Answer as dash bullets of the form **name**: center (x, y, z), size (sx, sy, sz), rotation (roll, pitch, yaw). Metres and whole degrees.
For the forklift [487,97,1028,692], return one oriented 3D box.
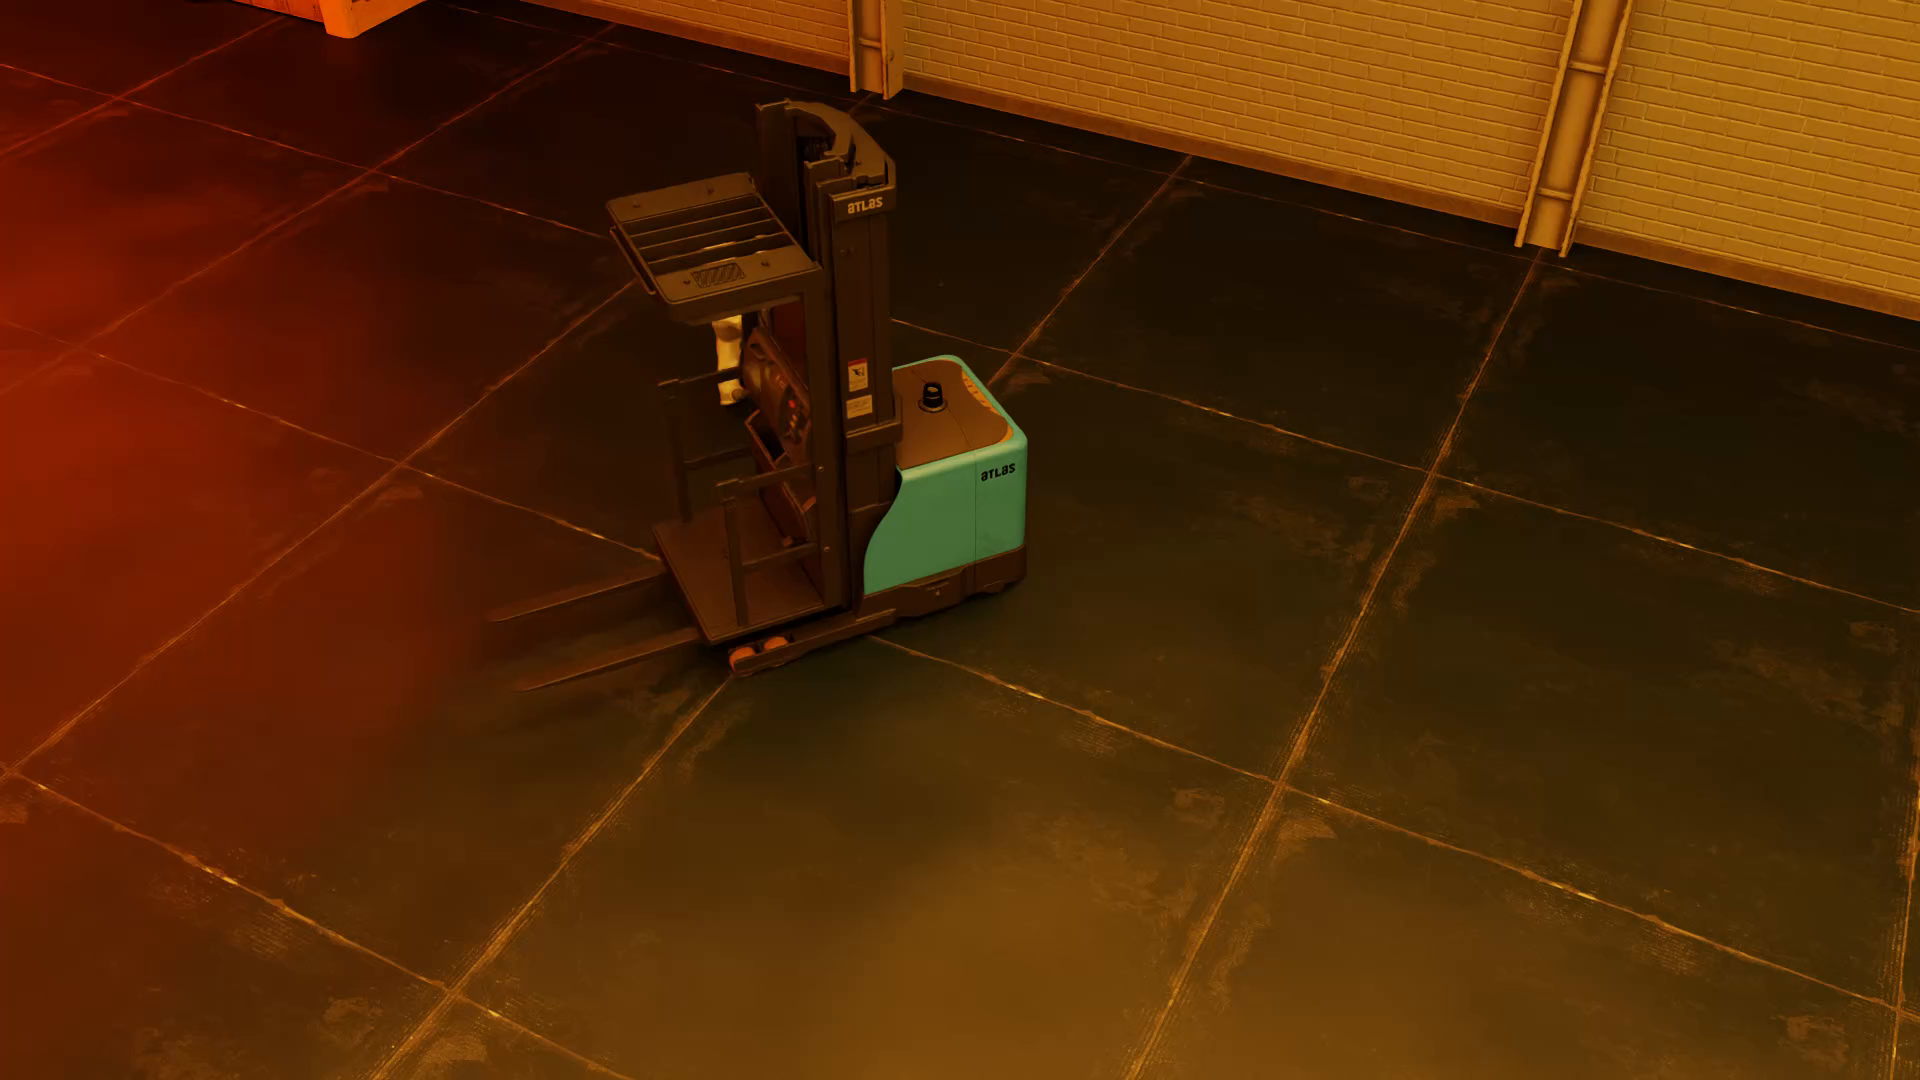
- **forklift**: center (-1.165, -0.744, 8.870), size (3.031, 2.935, 1.130), rotation (-17, 43, -19)

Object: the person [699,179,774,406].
- **person**: center (-1.343, -1.646, 10.959), size (0.886, 1.637, 0.852), rotation (17, 43, 19)
